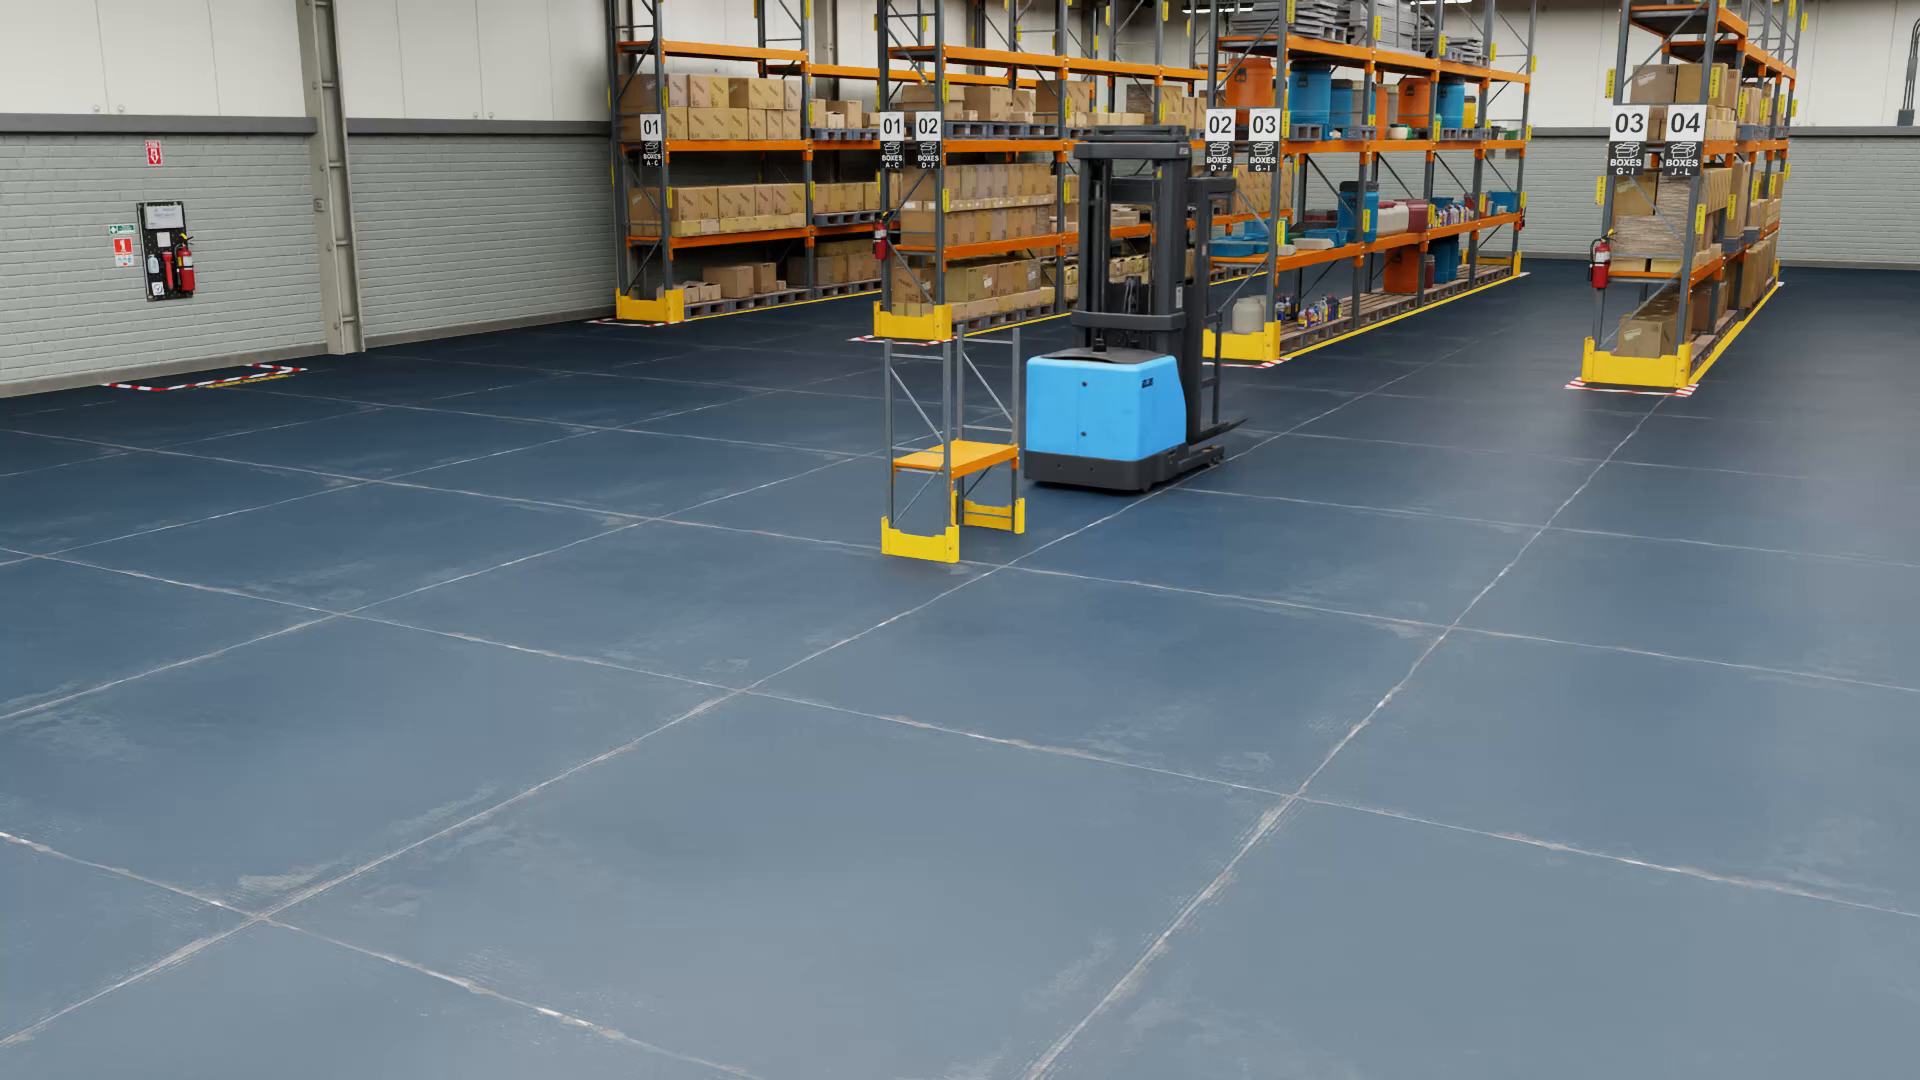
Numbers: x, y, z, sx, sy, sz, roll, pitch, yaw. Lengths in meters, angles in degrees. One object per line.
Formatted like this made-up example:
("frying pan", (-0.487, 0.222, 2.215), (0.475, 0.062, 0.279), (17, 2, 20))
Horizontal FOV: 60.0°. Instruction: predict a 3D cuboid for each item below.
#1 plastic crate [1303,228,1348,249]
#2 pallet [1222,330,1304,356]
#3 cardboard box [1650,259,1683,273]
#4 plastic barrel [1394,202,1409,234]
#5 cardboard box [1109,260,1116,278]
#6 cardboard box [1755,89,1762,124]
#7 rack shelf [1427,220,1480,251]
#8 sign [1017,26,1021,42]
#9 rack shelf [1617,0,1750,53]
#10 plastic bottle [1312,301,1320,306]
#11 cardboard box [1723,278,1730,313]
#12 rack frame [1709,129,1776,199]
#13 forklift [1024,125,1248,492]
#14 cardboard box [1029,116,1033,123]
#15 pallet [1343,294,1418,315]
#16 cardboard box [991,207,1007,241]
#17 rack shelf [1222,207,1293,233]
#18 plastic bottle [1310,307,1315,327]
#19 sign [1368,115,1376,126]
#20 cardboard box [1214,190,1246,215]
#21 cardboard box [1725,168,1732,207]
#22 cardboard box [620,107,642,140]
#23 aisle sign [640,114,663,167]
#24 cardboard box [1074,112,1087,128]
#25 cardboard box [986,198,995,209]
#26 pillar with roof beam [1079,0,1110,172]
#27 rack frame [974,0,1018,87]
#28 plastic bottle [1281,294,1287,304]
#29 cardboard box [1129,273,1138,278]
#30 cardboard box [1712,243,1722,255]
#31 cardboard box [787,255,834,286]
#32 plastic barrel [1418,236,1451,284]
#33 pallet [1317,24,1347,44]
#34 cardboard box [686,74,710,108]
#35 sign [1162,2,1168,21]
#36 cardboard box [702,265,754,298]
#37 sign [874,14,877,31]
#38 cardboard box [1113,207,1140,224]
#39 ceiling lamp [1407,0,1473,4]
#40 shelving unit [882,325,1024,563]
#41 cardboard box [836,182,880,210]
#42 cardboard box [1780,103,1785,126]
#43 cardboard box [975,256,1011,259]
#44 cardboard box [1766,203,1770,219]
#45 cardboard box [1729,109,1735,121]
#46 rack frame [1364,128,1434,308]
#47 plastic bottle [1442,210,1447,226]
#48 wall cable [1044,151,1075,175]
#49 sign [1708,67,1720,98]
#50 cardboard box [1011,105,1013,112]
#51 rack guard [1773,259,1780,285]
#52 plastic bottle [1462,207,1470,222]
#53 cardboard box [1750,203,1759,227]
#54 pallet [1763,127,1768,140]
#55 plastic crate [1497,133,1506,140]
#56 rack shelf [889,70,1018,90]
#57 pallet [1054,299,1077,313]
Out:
("plastic crate", (5.286, -4.363, 24.050), (0.499, 0.251, 0.616), (7, 15, 28))
("pallet", (4.043, -2.704, 22.800), (1.003, 0.211, 1.213), (7, 15, 28))
("cardboard box", (8.332, -3.221, 19.530), (0.380, 0.149, 0.250), (7, 15, 28))
("plastic barrel", (7.207, -5.333, 27.517), (0.421, 0.512, 0.421), (0, 14, 0))
("cardboard box", (2.409, -4.768, 29.184), (0.500, 0.311, 0.500), (8, 16, 30))
("cardboard box", (11.841, -6.577, 25.233), (0.500, 0.500, 0.500), (8, 16, 30))
("rack shelf", (8.484, -5.575, 30.292), (1.077, 0.370, 4.000), (7, 15, 28))
("sign", (1.259, -10.807, 35.499), (0.100, 0.325, 0.005), (7, 15, 28))
("rack shelf", (8.952, -6.287, 20.454), (1.077, 0.370, 4.000), (7, 15, 28))
("plastic bottle", (5.290, -3.391, 24.571), (0.152, 0.276, 0.135), (7, 15, 28))
("cardboard box", (11.547, -3.812, 25.840), (0.700, 0.500, 0.500), (6, 15, 25))
("rack frame", (13.787, -5.774, 29.582), (1.000, 3.000, 0.127), (7, 15, 28))
("forklift", (1.710, -2.113, 14.543), (1.130, 2.935, 3.031), (8, 16, 29))
("cardboard box", (1.343, -9.207, 36.635), (0.500, 0.250, 0.500), (7, 15, 28))
("pallet", (7.109, -4.004, 28.192), (1.003, 0.211, 1.213), (7, 15, 28))
("cardboard box", (0.298, -4.896, 25.727), (0.700, 0.500, 0.500), (8, 16, 30))
("rack shelf", (6.083, -6.957, 36.028), (1.077, 0.370, 4.000), (7, 15, 28))
("plastic bottle", (5.013, -3.188, 23.740), (0.097, 0.271, 0.097), (0, 14, 0))
("sign", (6.060, -6.092, 24.482), (0.100, 0.325, 0.005), (7, 15, 28))
("cardboard box", (5.601, -7.019, 34.535), (0.500, 0.500, 0.500), (8, 16, 30))
("cardboard box", (9.943, -4.688, 22.098), (0.500, 0.500, 0.500), (7, 15, 28))
("cardboard box", (-5.043, -6.626, 26.462), (0.500, 0.500, 0.500), (9, 16, 32))
("aisle sign", (-4.795, -6.210, 25.847), (0.394, 0.787, 0.004), (7, 15, 28))
("cardboard box", (1.819, -7.083, 28.038), (0.500, 0.250, 0.500), (6, 15, 23))
("cardboard box", (0.315, -5.119, 25.271), (0.380, 0.149, 0.250), (7, 15, 27))
("pillar with roof beam", (7.029, -11.359, 39.948), (9.100, 9.000, 0.548), (7, 15, 28))
("rack frame", (0.778, -10.374, 35.863), (1.000, 3.000, 0.127), (7, 15, 28))
("plastic bottle", (4.830, -3.501, 24.869), (0.144, 0.351, 0.185), (8, 16, 30))
("cardboard box", (2.896, -4.702, 30.108), (0.500, 0.250, 0.500), (7, 15, 27))
("cardboard box", (10.073, -3.933, 22.483), (0.380, 0.149, 0.250), (7, 15, 28))
("cardboard box", (-2.748, -4.968, 30.634), (0.700, 0.500, 0.500), (8, 16, 30))
("plastic barrel", (8.831, -5.264, 31.049), (0.600, 0.901, 0.708), (7, 15, 28))
("pallet", (4.621, -6.900, 22.711), (1.003, 0.211, 1.213), (7, 15, 28))
("cardboard box", (-4.337, -7.147, 26.488), (0.500, 0.500, 0.500), (7, 15, 27))
("sign", (3.670, -9.462, 29.748), (0.100, 0.325, 0.005), (7, 15, 28))
("cardboard box", (-3.935, -4.388, 28.228), (0.700, 0.500, 0.500), (6, 15, 25))
("sign", (-1.643, -10.146, 32.589), (0.100, 0.325, 0.005), (7, 15, 28))
("cardboard box", (2.969, -5.963, 30.559), (0.500, 0.311, 0.500), (9, 16, 32))
("ceiling lamp", (10.536, -13.738, 37.363), (2.000, 3.185, 0.800), (7, 15, 28))
("shelving unit", (-0.037, -0.713, 11.793), (0.587, 1.500, 1.083), (7, 15, 28))
("cardboard box", (-1.957, -6.543, 31.623), (0.700, 0.500, 0.500), (7, 15, 28))
("cardboard box", (15.516, -8.241, 32.095), (0.700, 0.500, 0.500), (6, 15, 25))
("cardboard box", (0.516, -4.324, 26.942), (0.500, 0.500, 0.500), (7, 15, 28))
("cardboard box", (14.243, -5.912, 29.842), (0.500, 0.250, 0.500), (7, 15, 27))
("cardboard box", (10.015, -5.612, 21.981), (0.380, 0.149, 0.250), (8, 16, 30))
("rack frame", (7.517, -5.514, 28.506), (1.000, 3.000, 0.127), (7, 15, 28))
("plastic bottle", (8.680, -5.791, 29.917), (0.152, 0.276, 0.135), (7, 15, 28))
("wall cable", (2.503, -9.142, 41.385), (0.084, 1.984, 1.851), (7, 15, 28))
("sign", (8.461, -5.133, 18.662), (0.100, 0.325, 0.005), (7, 15, 28))
("cardboard box", (0.514, -6.758, 26.262), (0.500, 0.311, 0.500), (6, 15, 25))
("rack guard", (15.732, -5.384, 33.300), (1.175, 0.500, 0.348), (7, 15, 28))
("plastic bottle", (9.543, -6.157, 31.437), (0.152, 0.276, 0.135), (7, 15, 28))
("cardboard box", (12.818, -5.282, 27.330), (0.500, 0.500, 0.500), (7, 15, 27))
("pallet", (12.118, -6.458, 26.422), (1.213, 0.211, 1.003), (8, 16, 31))
("plastic crate", (10.603, -8.034, 33.118), (0.437, 0.136, 0.530), (7, 15, 28))
("rack shelf", (-0.188, -9.419, 34.292), (1.077, 0.370, 4.000), (7, 15, 28))
("pallet", (1.571, -4.056, 28.405), (1.003, 0.211, 1.213), (7, 15, 28))
